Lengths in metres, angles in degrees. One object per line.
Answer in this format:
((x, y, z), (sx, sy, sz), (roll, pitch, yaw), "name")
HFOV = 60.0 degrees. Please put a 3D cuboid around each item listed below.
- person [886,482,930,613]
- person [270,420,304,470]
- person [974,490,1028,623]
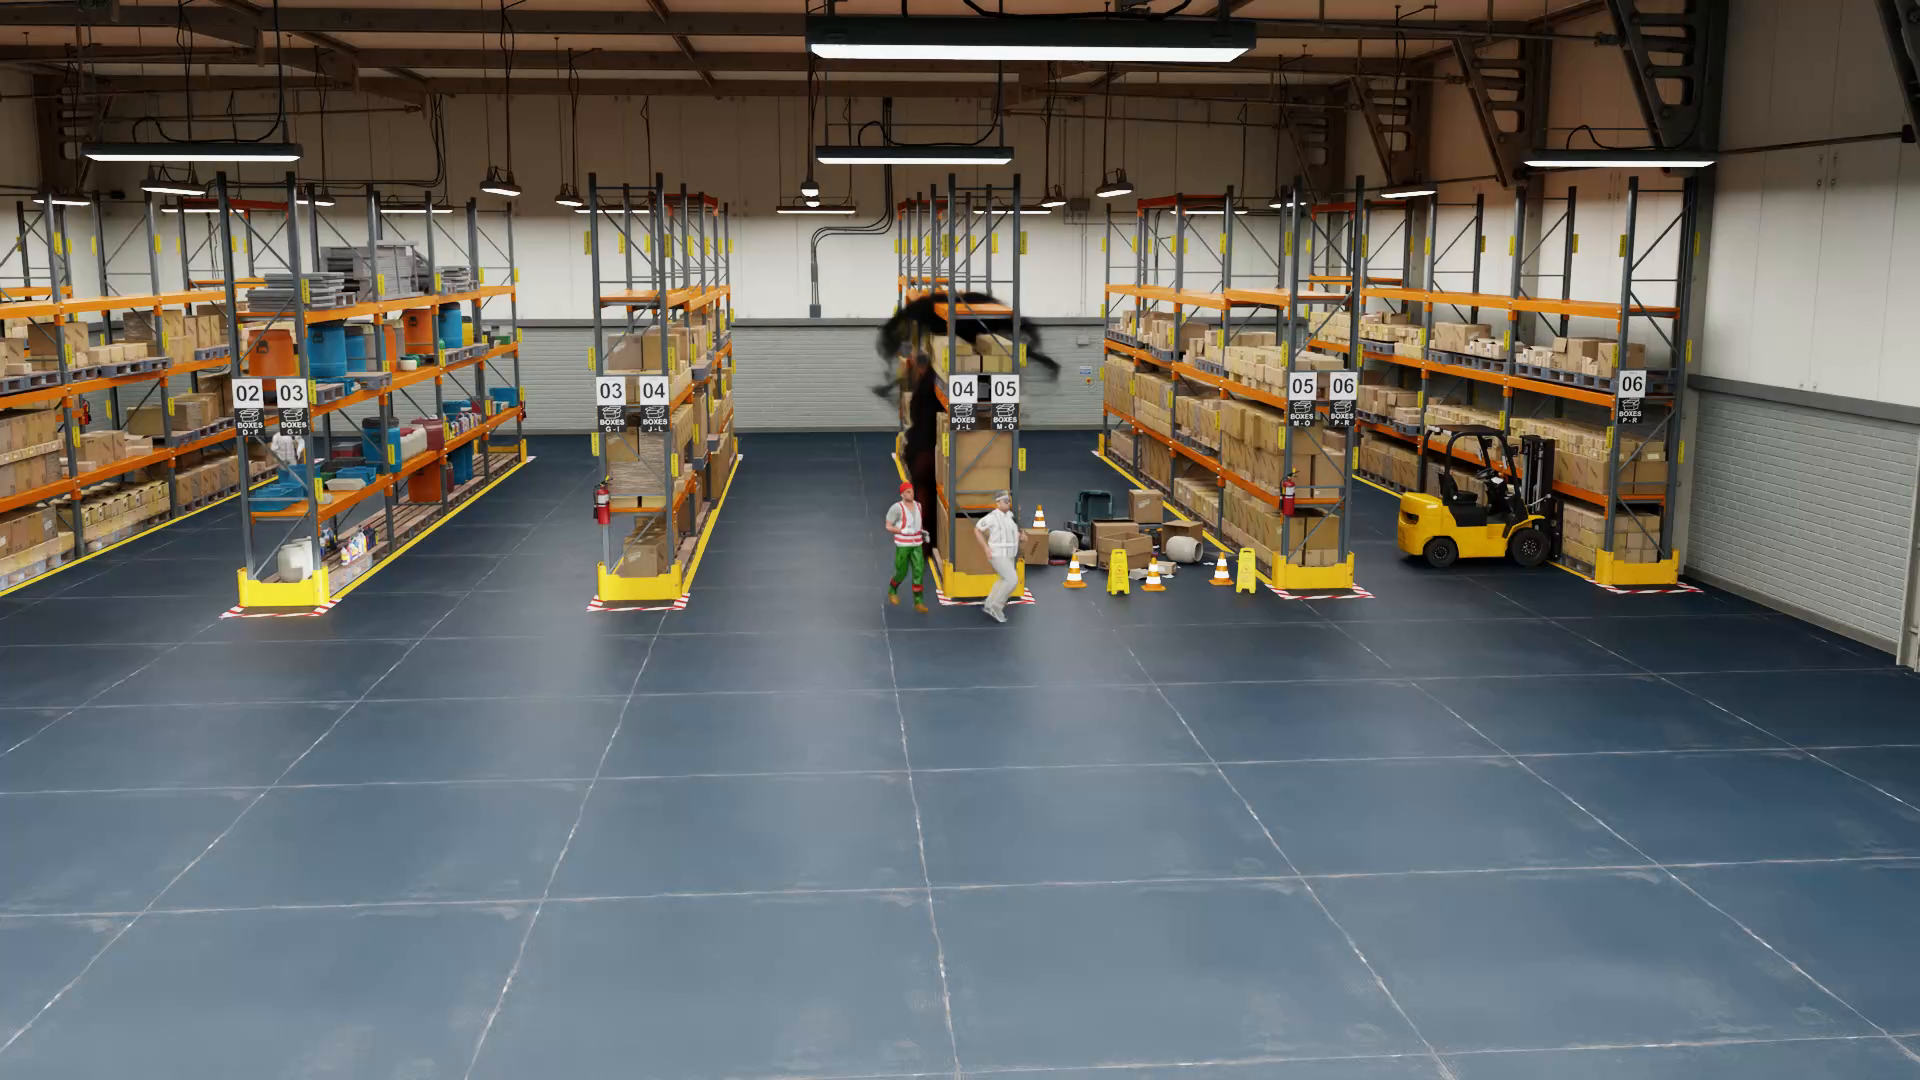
((-0.729, 0.078, 22.995), (0.673, 1.783, 0.865), (-6, 12, -32), "person")
((-13.070, -1.522, 32.334), (0.600, 1.726, 0.778), (-2, 10, -14), "person")
((0.591, 0.221, 22.411), (0.720, 1.806, 0.639), (6, 12, 31), "person")
